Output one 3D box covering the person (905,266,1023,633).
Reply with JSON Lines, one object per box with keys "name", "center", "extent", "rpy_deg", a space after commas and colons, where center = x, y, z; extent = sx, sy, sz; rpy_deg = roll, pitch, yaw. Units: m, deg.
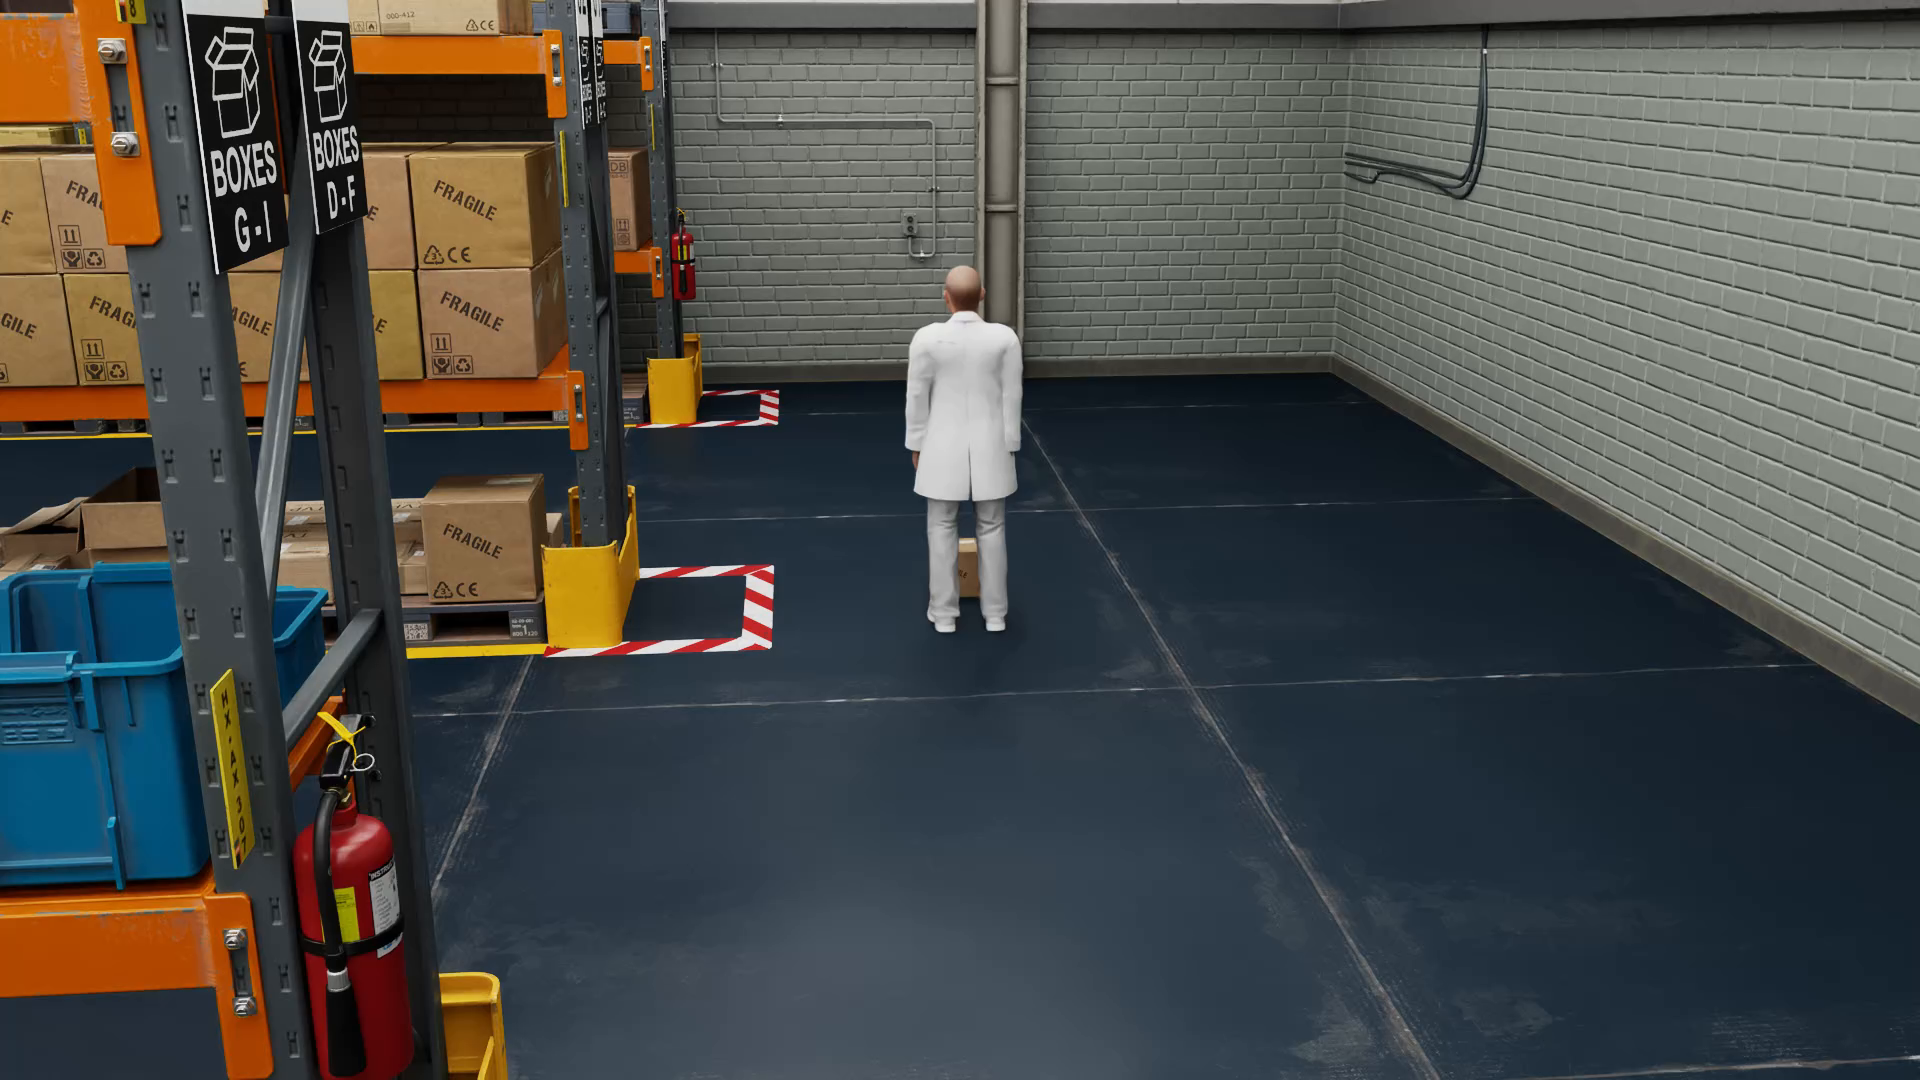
{"name": "person", "center": [0.013, -0.436, 8.049], "extent": [0.562, 1.775, 0.377], "rpy_deg": [-1, 17, -4]}
